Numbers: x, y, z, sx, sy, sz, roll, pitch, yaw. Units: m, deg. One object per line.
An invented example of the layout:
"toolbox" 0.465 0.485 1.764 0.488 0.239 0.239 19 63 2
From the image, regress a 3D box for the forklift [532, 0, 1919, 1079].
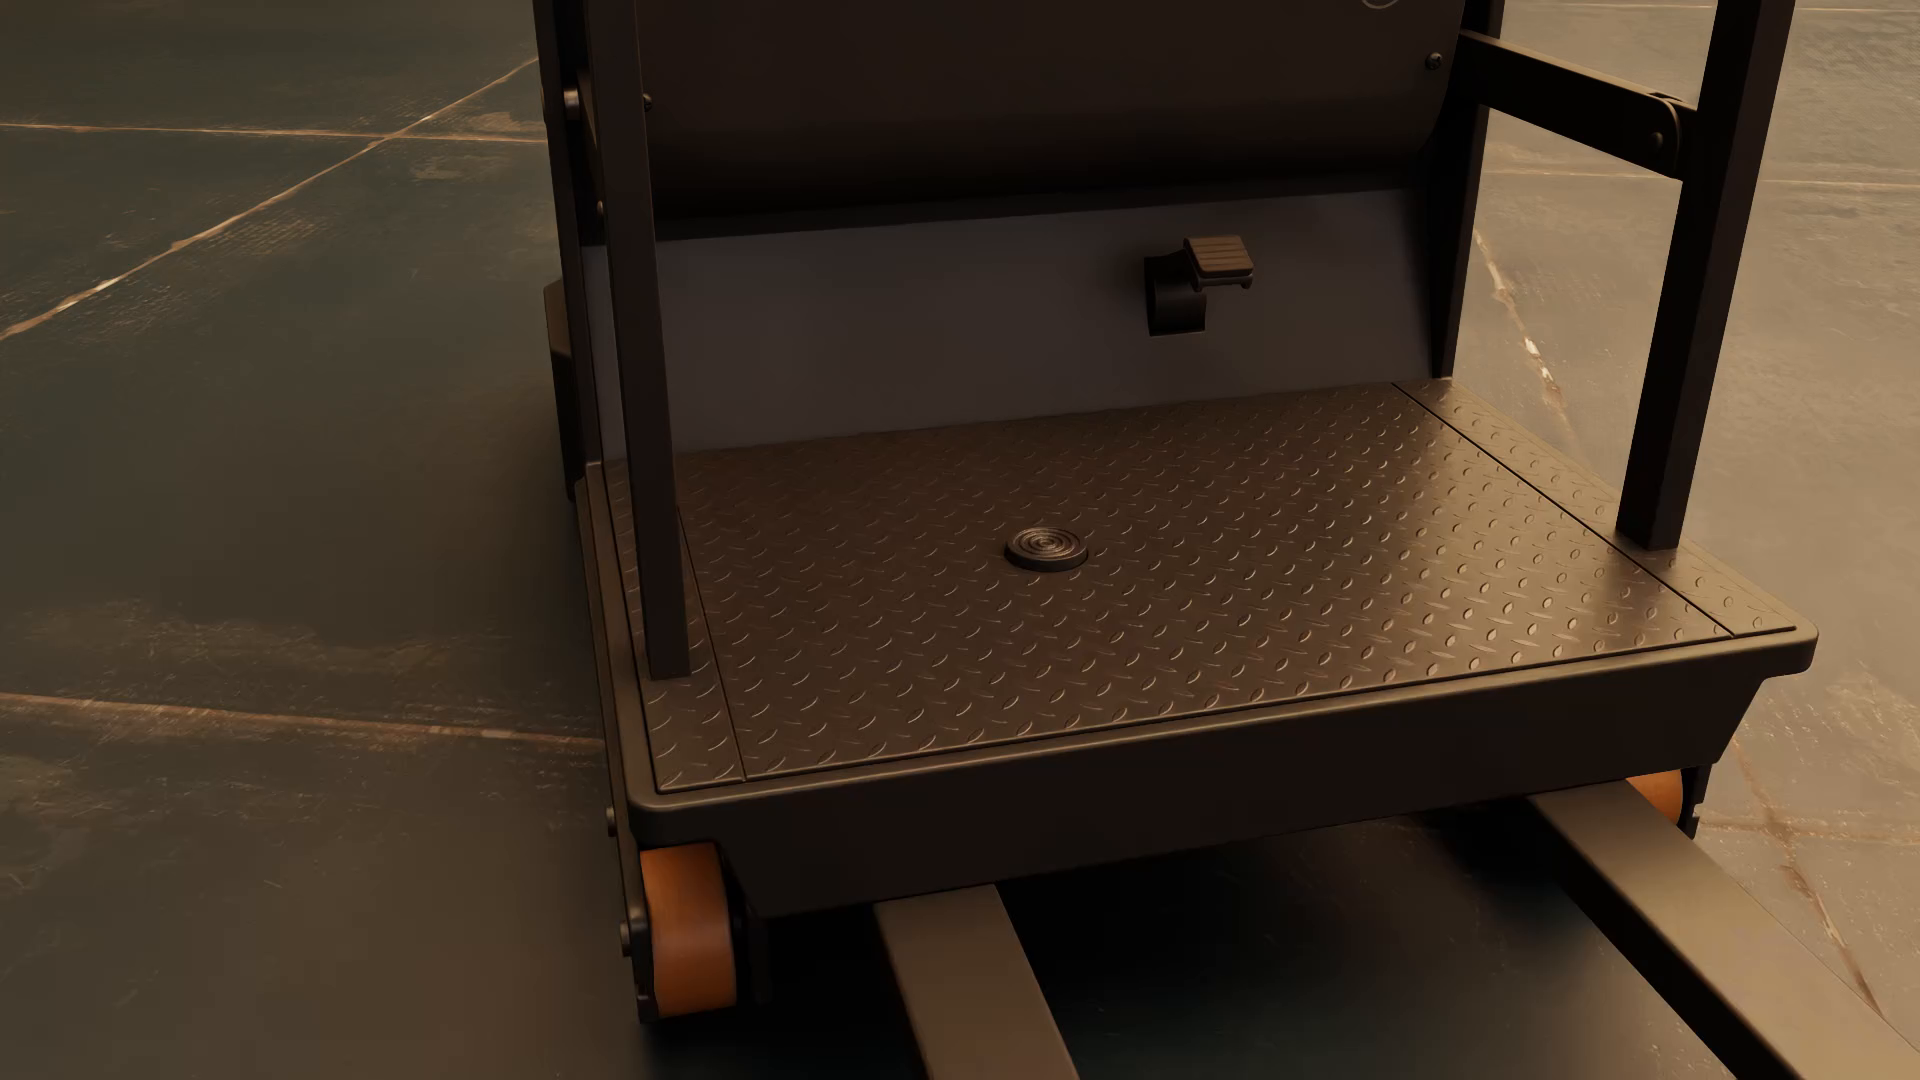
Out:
"forklift" 0.153 -1.049 1.319 1.130 2.935 3.031 -7 27 -13
